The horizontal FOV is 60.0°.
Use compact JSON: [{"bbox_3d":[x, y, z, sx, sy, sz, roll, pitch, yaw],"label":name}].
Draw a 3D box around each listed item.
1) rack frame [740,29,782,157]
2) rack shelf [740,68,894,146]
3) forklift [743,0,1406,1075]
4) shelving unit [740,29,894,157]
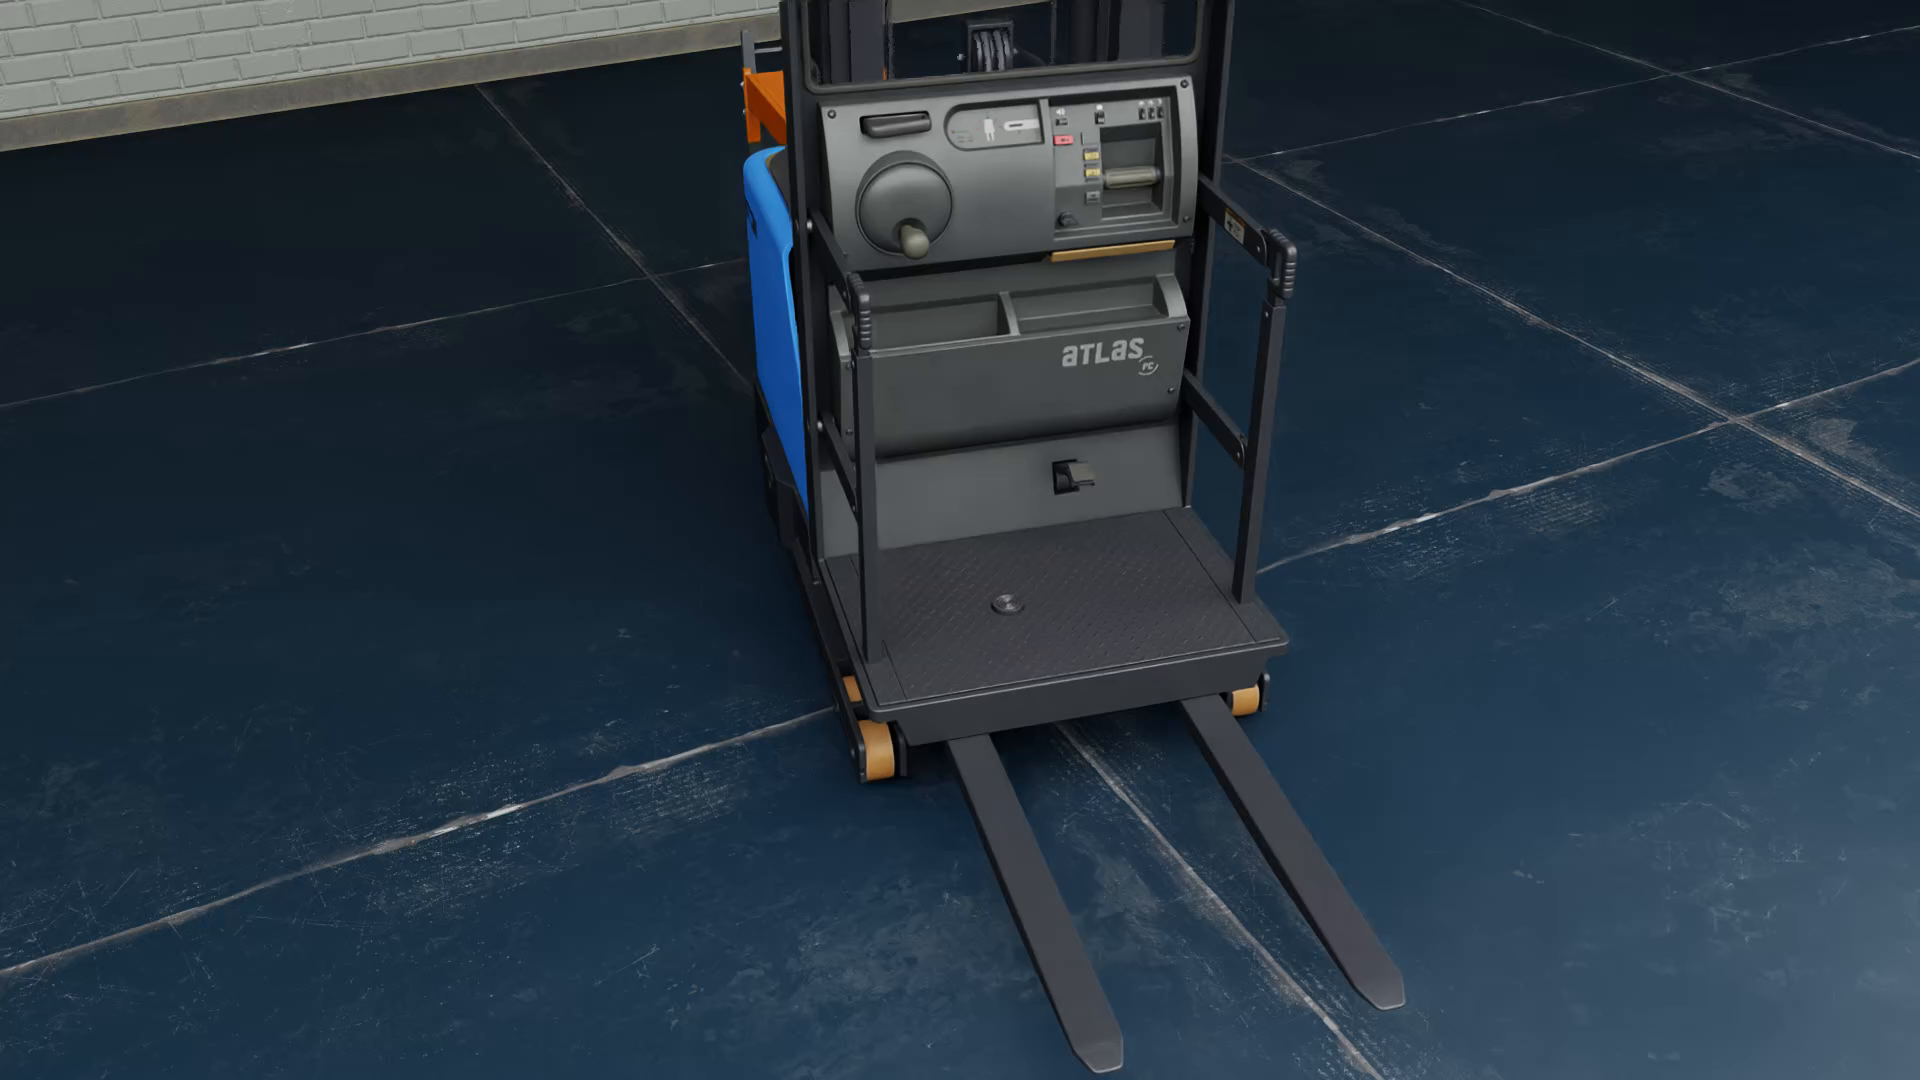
[{"bbox_3d":[-0.564,-1.427,6.435,0.500,1.125,0.032,-11,34,-17],"label":"rack frame"},{"bbox_3d":[-0.389,-1.416,5.875,0.538,0.278,1.000,-11,34,-17],"label":"rack shelf"},{"bbox_3d":[0.190,-0.847,3.855,1.130,2.935,3.031,-8,34,-13],"label":"forklift"},{"bbox_3d":[-0.389,-1.170,6.033,0.538,1.125,1.048,-11,34,-17],"label":"shelving unit"}]
